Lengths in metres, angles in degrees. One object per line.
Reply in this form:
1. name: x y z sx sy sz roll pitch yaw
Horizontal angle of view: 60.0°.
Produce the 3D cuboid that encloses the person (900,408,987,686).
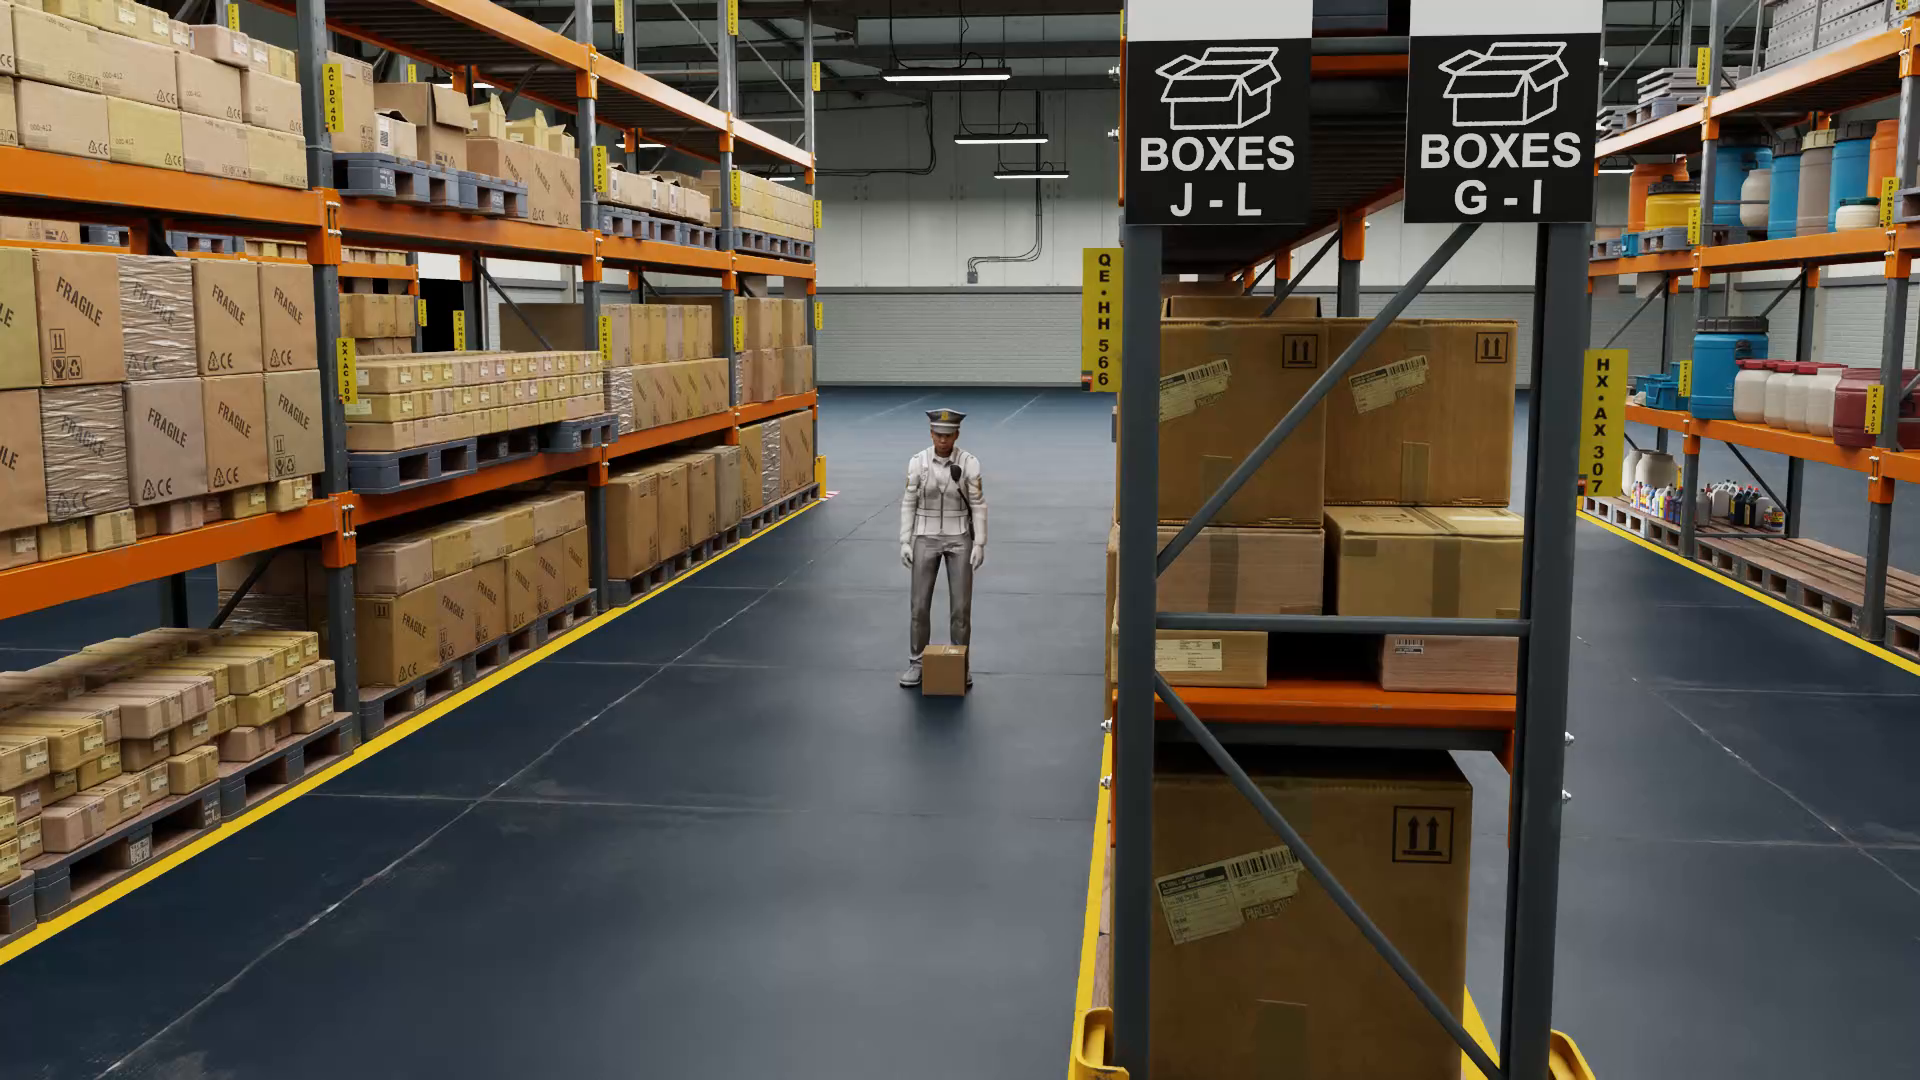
1. person: -0.102 0.039 9.999 0.527 1.663 0.376 1 8 5
